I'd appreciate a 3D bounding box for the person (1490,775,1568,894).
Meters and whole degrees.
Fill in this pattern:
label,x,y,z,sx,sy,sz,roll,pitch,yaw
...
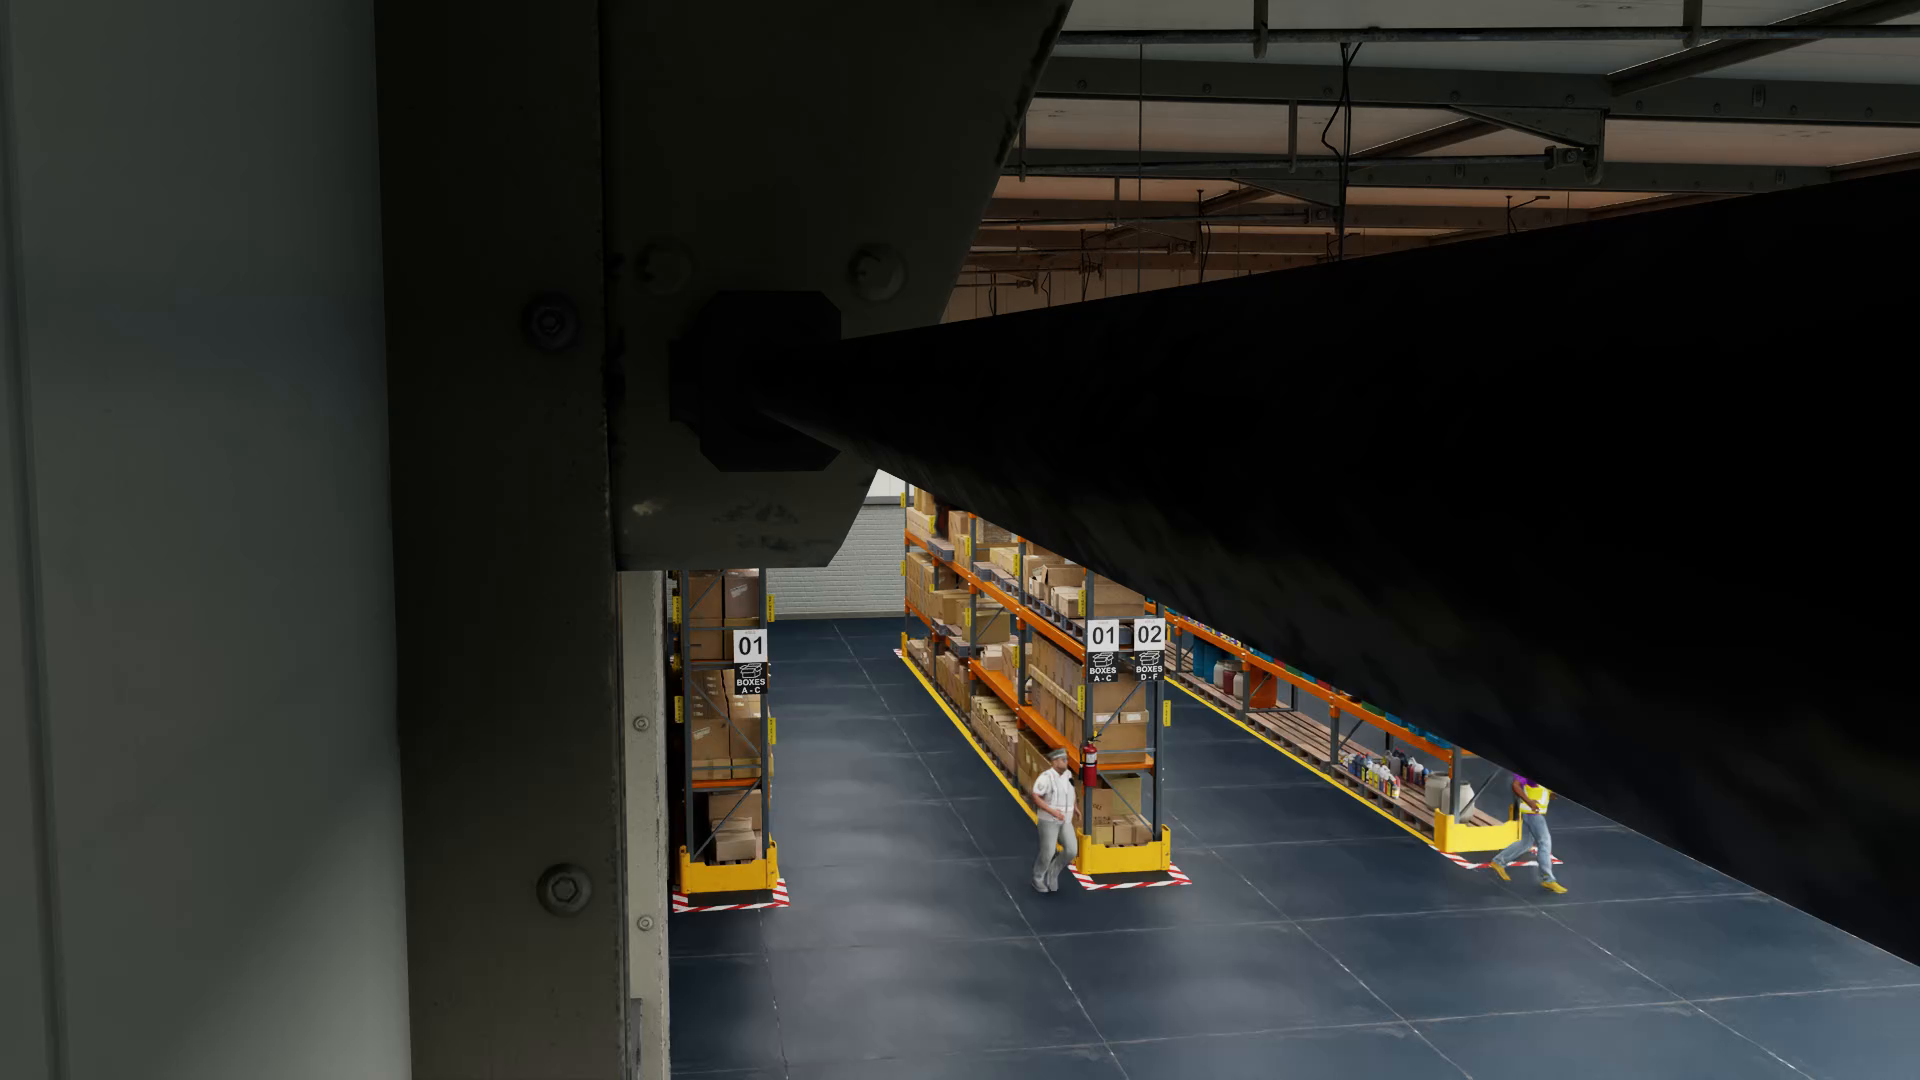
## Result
label,x,y,z,sx,sy,sz,roll,pitch,yaw
person,7.011,3.348,20.386,0.921,1.768,0.721,3,6,23

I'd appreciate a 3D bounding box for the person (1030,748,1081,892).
label,x,y,z,sx,sy,sz,roll,pitch,yaw
person,1.201,3.387,20.133,0.736,1.751,0.571,-4,7,-36
